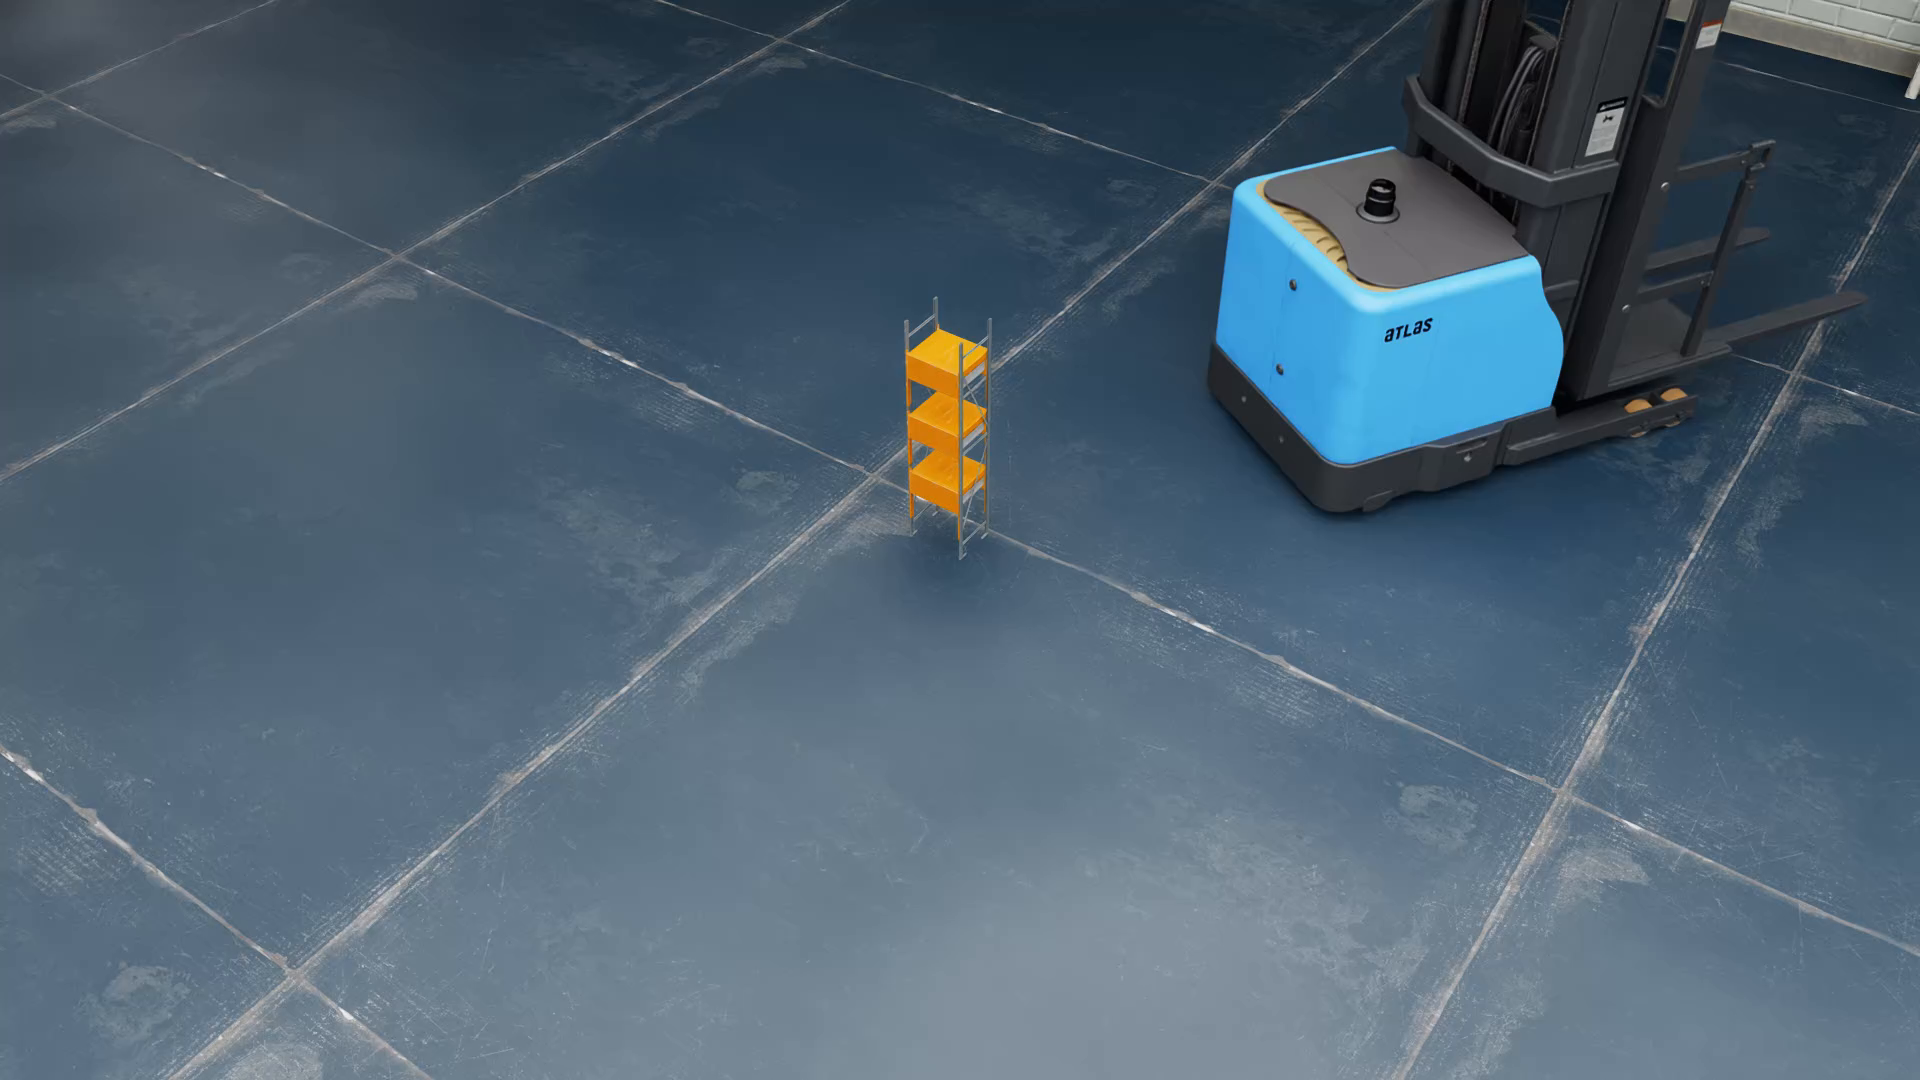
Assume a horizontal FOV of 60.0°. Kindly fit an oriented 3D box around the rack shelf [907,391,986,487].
[{"bbox_3d":[-0.044,-0.404,6.430,0.240,0.259,0.215,25,48,25],"label":"rack shelf"}]

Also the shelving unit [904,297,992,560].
[{"bbox_3d":[-0.044,-0.412,6.423,0.252,1.050,0.215,25,48,25],"label":"shelving unit"}]

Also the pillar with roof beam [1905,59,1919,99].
[{"bbox_3d":[3.239,-3.575,3.996,0.400,9.000,9.100,25,48,25],"label":"pillar with roof beam"}]

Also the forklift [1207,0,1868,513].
[{"bbox_3d":[2.666,-1.848,6.617,3.031,2.935,1.130,-16,44,-17],"label":"forklift"}]

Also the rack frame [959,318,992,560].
[{"bbox_3d":[0.056,-0.365,6.371,0.008,1.050,0.200,25,48,25],"label":"rack frame"}]

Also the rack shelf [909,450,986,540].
[{"bbox_3d":[-0.044,-0.197,6.615,0.240,0.259,0.215,25,48,25],"label":"rack shelf"}]

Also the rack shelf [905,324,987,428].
[{"bbox_3d":[-0.044,-0.615,6.241,0.240,0.259,0.215,25,48,25],"label":"rack shelf"}]

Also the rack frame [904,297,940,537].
[{"bbox_3d":[-0.144,-0.458,6.475,0.008,1.050,0.200,25,48,25],"label":"rack frame"}]
